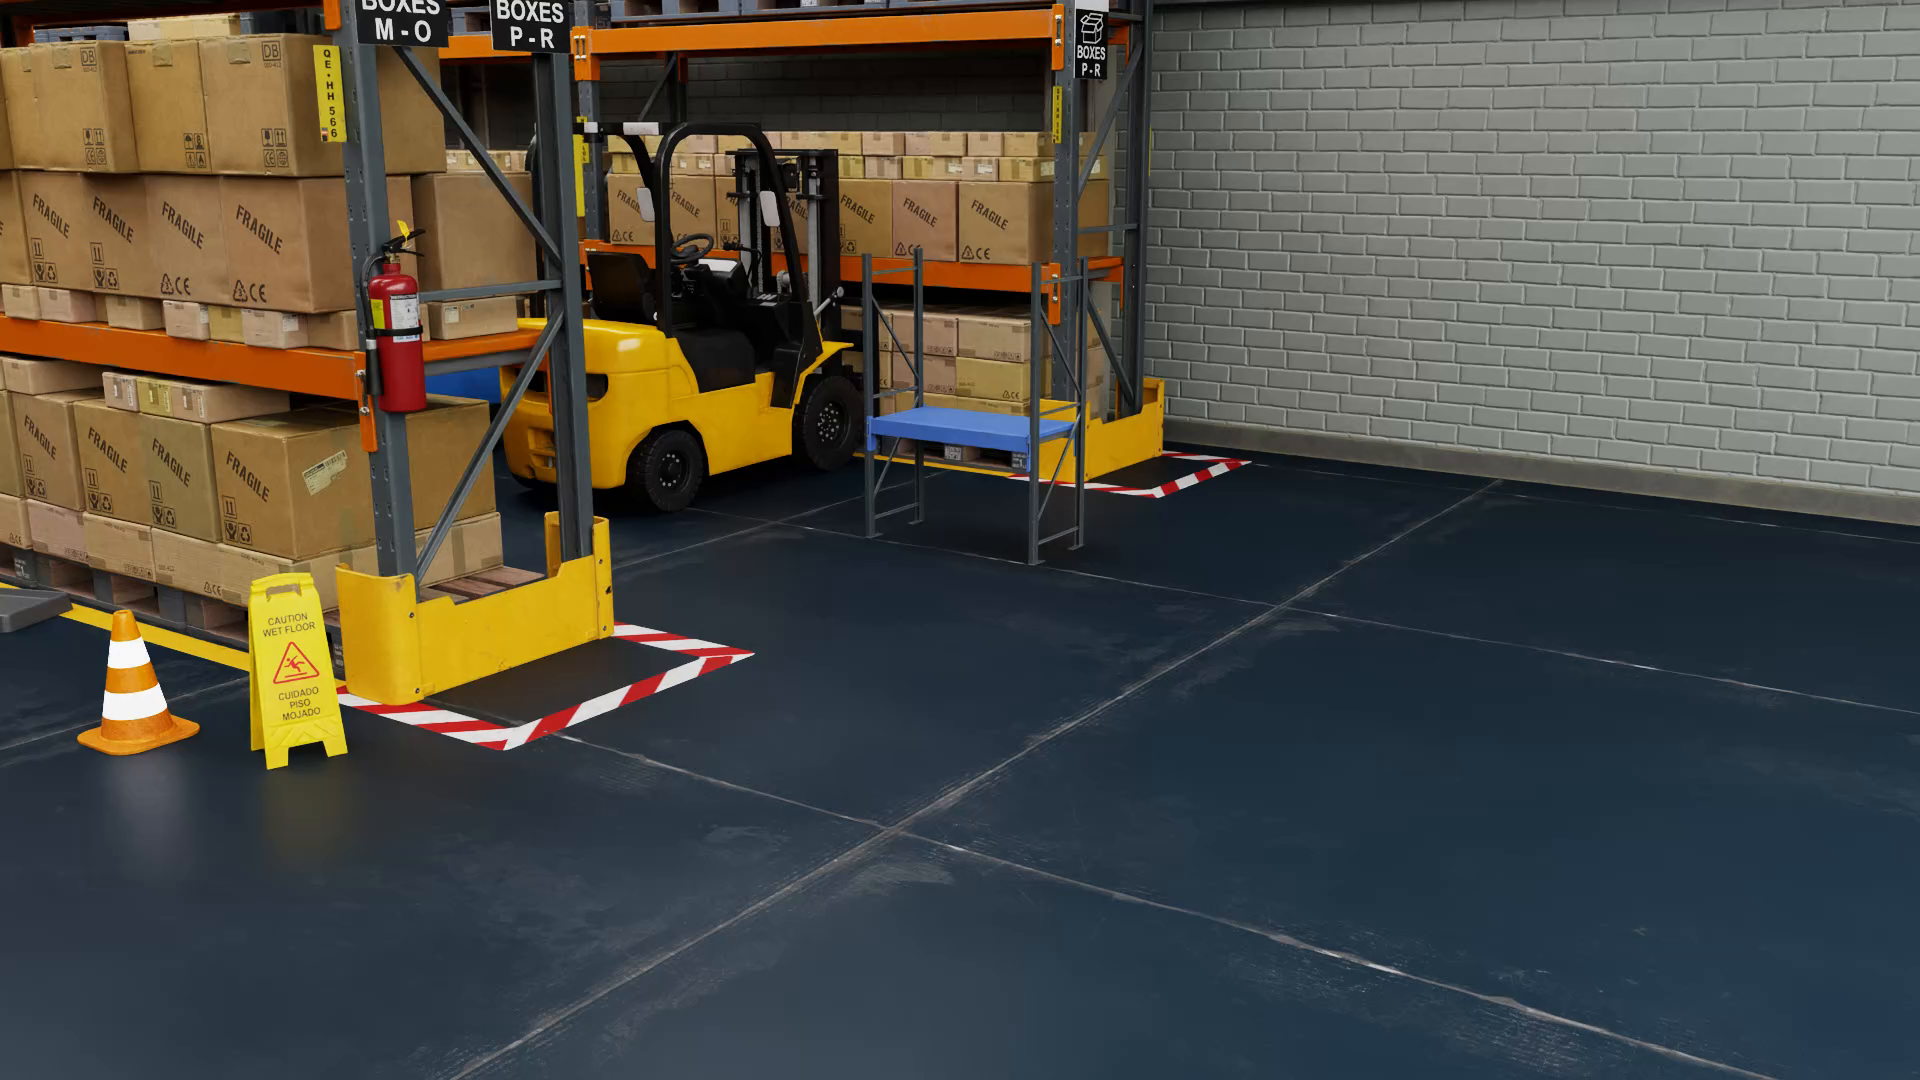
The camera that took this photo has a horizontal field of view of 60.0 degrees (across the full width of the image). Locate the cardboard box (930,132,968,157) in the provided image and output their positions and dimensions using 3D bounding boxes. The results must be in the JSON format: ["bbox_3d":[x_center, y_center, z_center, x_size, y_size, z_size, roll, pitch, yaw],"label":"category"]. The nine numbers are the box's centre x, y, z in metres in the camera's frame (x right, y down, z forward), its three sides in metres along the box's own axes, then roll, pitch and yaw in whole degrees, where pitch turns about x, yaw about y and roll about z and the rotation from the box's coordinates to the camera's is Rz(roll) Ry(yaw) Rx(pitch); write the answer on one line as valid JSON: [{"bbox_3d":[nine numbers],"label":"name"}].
[{"bbox_3d":[0.022,-2.513,10.557,0.250,0.149,0.380,10,17,34],"label":"cardboard box"}]

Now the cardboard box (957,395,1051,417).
[{"bbox_3d":[0.325,-0.812,10.710,0.500,0.250,0.500,9,17,33],"label":"cardboard box"}]

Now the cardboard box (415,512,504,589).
[{"bbox_3d":[-2.391,0.015,7.369,0.500,0.250,0.500,9,17,32],"label":"cardboard box"}]

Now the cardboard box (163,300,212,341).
[{"bbox_3d":[-3.009,-0.917,6.809,0.250,0.149,0.380,10,17,34],"label":"cardboard box"}]

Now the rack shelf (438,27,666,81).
[{"bbox_3d":[-4.088,-3.854,13.406,4.000,0.370,1.077,9,17,33],"label":"rack shelf"}]

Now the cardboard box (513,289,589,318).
[{"bbox_3d":[-3.507,-1.704,13.532,0.625,0.625,0.875,9,17,32],"label":"cardboard box"}]

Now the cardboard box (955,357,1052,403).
[{"bbox_3d":[0.312,-1.058,10.661,0.500,0.250,0.500,9,16,32],"label":"cardboard box"}]

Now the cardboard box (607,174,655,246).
[{"bbox_3d":[-2.206,-2.416,12.134,0.500,0.500,0.500,9,16,31],"label":"cardboard box"}]

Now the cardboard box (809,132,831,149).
[{"bbox_3d":[-0.800,-2.661,11.155,0.250,0.149,0.380,9,17,34],"label":"cardboard box"}]

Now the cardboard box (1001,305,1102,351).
[{"bbox_3d":[0.598,-1.400,11.002,0.500,0.250,0.500,9,16,32],"label":"cardboard box"}]

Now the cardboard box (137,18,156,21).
[{"bbox_3d":[-7.229,-4.770,15.090,0.250,0.149,0.380,10,17,34],"label":"cardboard box"}]

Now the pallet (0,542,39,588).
[{"bbox_3d":[-4.618,-0.053,8.596,1.213,0.211,1.003,9,17,33],"label":"pallet"}]

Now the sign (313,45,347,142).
[{"bbox_3d":[-2.203,-1.560,5.816,0.005,0.325,0.100,9,17,33],"label":"sign"}]

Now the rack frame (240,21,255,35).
[{"bbox_3d":[-5.747,-3.016,14.764,0.127,3.000,1.000,9,17,33],"label":"rack frame"}]

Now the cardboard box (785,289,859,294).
[{"bbox_3d":[-1.071,-1.671,12.098,0.500,0.250,0.500,9,17,33],"label":"cardboard box"}]

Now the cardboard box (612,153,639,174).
[{"bbox_3d":[-2.311,-2.748,12.122,0.250,0.149,0.380,9,16,32],"label":"cardboard box"}]

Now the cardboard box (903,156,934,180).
[{"bbox_3d":[-0.162,-2.408,10.750,0.250,0.149,0.380,9,17,32],"label":"cardboard box"}]

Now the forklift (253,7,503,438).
[{"bbox_3d":[-4.498,-1.913,10.451,3.031,2.935,1.130,-13,19,-41],"label":"forklift"}]

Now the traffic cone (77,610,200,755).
[{"bbox_3d":[-2.953,0.478,5.928,0.334,0.463,0.336,9,17,33],"label":"traffic cone"}]

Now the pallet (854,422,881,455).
[{"bbox_3d":[-0.775,-0.847,11.807,1.213,0.211,1.003,9,17,33],"label":"pallet"}]

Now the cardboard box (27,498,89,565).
[{"bbox_3d":[-3.966,-0.085,7.774,0.500,0.250,0.500,9,16,32],"label":"cardboard box"}]

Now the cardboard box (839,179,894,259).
[{"bbox_3d":[-0.515,-2.145,11.039,0.500,0.500,0.500,9,16,32],"label":"cardboard box"}]

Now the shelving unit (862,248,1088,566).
[{"bbox_3d":[0.071,-0.717,8.597,1.048,1.500,0.538,9,17,33],"label":"shelving unit"}]

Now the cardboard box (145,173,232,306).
[{"bbox_3d":[-2.893,-1.232,6.729,0.500,0.500,0.500,9,17,33],"label":"cardboard box"}]

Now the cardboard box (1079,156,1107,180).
[{"bbox_3d":[0.754,-2.404,10.732,0.250,0.149,0.380,9,16,31],"label":"cardboard box"}]

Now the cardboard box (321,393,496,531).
[{"bbox_3d":[-2.411,-0.352,7.292,0.500,0.500,0.500,9,16,31],"label":"cardboard box"}]

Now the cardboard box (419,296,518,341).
[{"bbox_3d":[-2.043,-0.918,6.811,0.250,0.149,0.380,9,17,33],"label":"cardboard box"}]

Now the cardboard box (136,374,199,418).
[{"bbox_3d":[-3.236,-0.626,7.049,0.250,0.149,0.380,10,17,34],"label":"cardboard box"}]

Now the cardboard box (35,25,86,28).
[{"bbox_3d":[-8.580,-4.963,15.829,0.250,0.149,0.380,9,17,33],"label":"cardboard box"}]

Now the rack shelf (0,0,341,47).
[{"bbox_3d":[-3.536,-2.328,7.239,4.000,0.370,1.077,9,17,33],"label":"rack shelf"}]

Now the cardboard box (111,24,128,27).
[{"bbox_3d":[-7.884,-4.984,15.912,0.250,0.149,0.380,9,16,31],"label":"cardboard box"}]

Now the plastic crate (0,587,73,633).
[{"bbox_3d":[-4.350,0.302,7.436,0.583,0.080,0.402,3,14,14],"label":"plastic crate"}]

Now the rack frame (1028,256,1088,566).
[{"bbox_3d":[0.493,-0.648,8.321,0.032,1.500,0.500,9,17,33],"label":"rack frame"}]

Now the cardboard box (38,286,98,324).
[{"bbox_3d":[-3.832,-1.059,7.383,0.250,0.149,0.380,9,17,33],"label":"cardboard box"}]

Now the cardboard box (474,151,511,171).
[{"bbox_3d":[-3.526,-2.927,12.849,0.250,0.149,0.380,9,16,31],"label":"cardboard box"}]

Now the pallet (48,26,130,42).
[{"bbox_3d":[-7.702,-4.677,15.624,1.003,0.211,1.213,9,17,33],"label":"pallet"}]

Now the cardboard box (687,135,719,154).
[{"bbox_3d":[-1.689,-2.781,11.637,0.250,0.149,0.380,10,17,34],"label":"cardboard box"}]

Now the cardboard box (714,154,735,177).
[{"bbox_3d":[-1.483,-2.600,11.528,0.250,0.149,0.380,9,17,32],"label":"cardboard box"}]

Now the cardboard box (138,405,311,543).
[{"bbox_3d":[-3.122,-0.311,7.123,0.500,0.500,0.500,10,17,35],"label":"cardboard box"}]

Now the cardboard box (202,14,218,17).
[{"bbox_3d":[-6.380,-4.631,14.528,0.250,0.149,0.380,9,16,32],"label":"cardboard box"}]

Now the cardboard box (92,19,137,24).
[{"bbox_3d":[-7.751,-4.818,15.244,0.250,0.149,0.380,10,17,34],"label":"cardboard box"}]

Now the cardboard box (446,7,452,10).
[{"bbox_3d":[-4.263,-4.434,13.652,0.250,0.166,0.380,9,17,33],"label":"cardboard box"}]

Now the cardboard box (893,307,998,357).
[{"bbox_3d":[-0.092,-1.364,10.860,0.500,0.250,0.500,10,17,34],"label":"cardboard box"}]

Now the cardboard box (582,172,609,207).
[{"bbox_3d":[-2.978,-2.664,12.615,0.500,0.250,0.500,9,16,32],"label":"cardboard box"}]

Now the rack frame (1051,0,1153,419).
[{"bbox_3d":[0.891,-1.943,10.430,0.127,3.000,1.000,9,17,33],"label":"rack frame"}]

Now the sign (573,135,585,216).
[{"bbox_3d":[-1.574,-1.481,6.763,0.005,0.325,0.100,9,17,33],"label":"sign"}]

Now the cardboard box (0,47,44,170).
[{"bbox_3d":[-3.655,-1.868,7.218,0.500,0.500,0.700,9,17,32],"label":"cardboard box"}]
